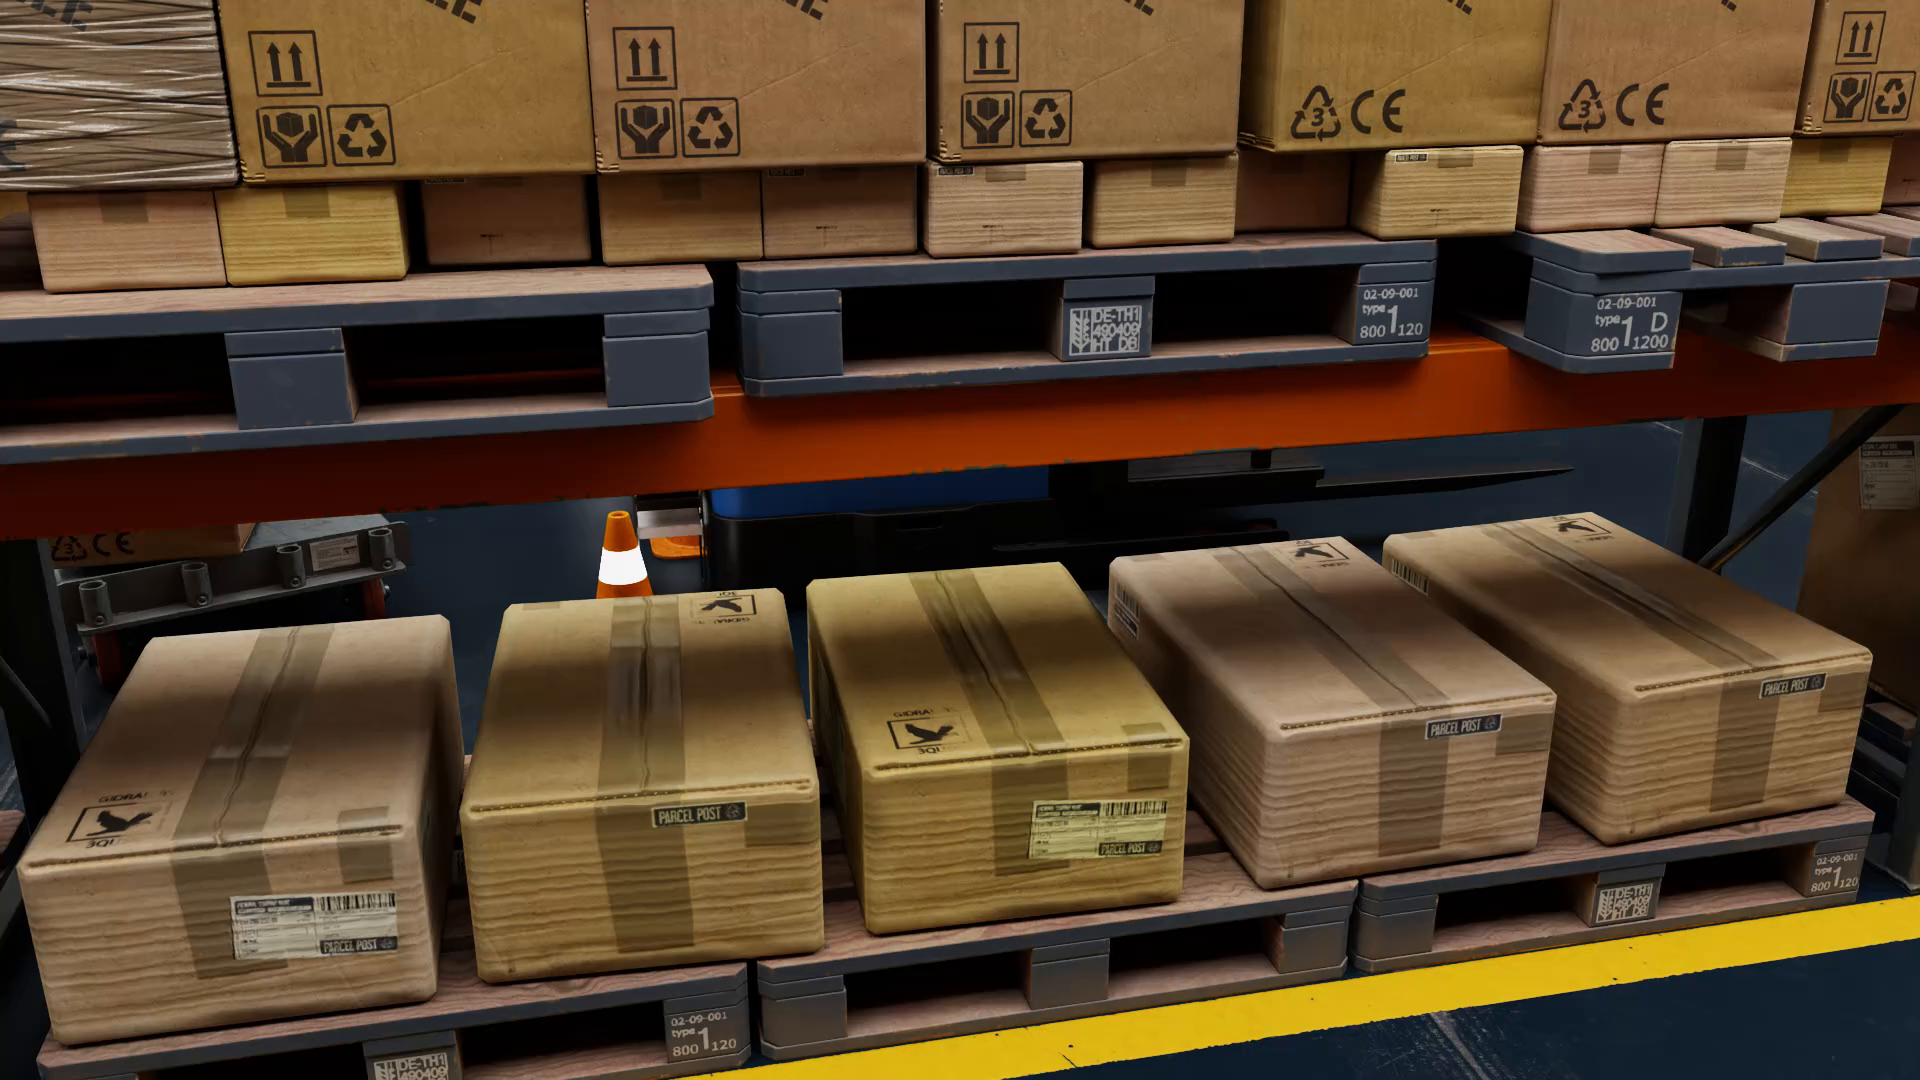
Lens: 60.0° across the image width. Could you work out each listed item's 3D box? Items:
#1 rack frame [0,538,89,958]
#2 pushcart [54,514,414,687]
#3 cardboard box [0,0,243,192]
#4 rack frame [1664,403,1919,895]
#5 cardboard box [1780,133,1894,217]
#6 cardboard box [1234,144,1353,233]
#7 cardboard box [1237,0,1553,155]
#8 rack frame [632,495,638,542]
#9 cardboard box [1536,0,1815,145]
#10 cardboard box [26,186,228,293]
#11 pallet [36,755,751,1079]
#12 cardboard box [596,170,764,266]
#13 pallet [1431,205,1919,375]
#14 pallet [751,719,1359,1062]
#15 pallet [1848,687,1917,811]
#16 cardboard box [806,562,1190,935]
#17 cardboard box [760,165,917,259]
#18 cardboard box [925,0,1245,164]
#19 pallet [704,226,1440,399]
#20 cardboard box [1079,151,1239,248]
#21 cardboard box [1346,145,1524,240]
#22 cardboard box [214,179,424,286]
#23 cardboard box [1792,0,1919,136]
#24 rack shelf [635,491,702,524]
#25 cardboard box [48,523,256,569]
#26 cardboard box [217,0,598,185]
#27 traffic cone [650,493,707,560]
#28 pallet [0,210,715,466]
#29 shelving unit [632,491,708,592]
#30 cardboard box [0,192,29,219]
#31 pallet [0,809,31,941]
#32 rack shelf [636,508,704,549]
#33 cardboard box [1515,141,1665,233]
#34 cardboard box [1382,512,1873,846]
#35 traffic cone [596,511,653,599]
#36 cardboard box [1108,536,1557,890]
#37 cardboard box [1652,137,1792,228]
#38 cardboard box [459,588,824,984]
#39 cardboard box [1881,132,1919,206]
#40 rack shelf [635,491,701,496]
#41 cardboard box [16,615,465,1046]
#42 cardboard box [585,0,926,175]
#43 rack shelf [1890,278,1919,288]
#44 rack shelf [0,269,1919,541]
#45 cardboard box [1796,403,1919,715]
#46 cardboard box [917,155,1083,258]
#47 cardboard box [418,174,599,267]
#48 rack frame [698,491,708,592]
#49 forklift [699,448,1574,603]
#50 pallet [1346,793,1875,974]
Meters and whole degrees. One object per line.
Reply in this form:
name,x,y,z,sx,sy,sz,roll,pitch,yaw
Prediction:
rack frame,-1.847,-0.479,2.762,0.127,3.000,1.000,-5,21,-12
pushcart,-2.420,-0.007,5.286,0.936,0.377,1.648,-13,24,-31
cardboard box,-1.324,-0.804,2.461,0.500,0.500,0.500,-4,21,-11
rack frame,2.046,-0.796,3.627,0.127,3.000,1.000,-5,21,-12
cardboard box,1.537,-0.725,3.188,0.250,0.149,0.380,-4,21,-12
cardboard box,0.517,-0.669,3.034,0.250,0.149,0.380,-4,21,-12
cardboard box,0.676,-0.966,2.902,0.500,0.500,0.500,-6,21,-16
rack frame,-1.021,-0.242,5.168,0.006,0.900,0.240,-4,21,-12
cardboard box,1.167,-1.006,3.012,0.500,0.500,0.500,-5,21,-13
cardboard box,-1.236,-0.497,2.564,0.250,0.149,0.380,-4,21,-12
pallet,-1.089,0.768,3.412,1.213,0.211,1.003,-5,21,-12
cardboard box,-0.473,-0.568,2.758,0.250,0.149,0.380,-4,21,-12
pallet,1.377,-0.614,3.408,1.003,0.211,1.213,-5,21,-12
pallet,0.100,0.670,3.678,1.213,0.211,1.003,-5,21,-12
pallet,2.831,0.476,4.208,1.213,0.211,1.003,-5,21,-12
cardboard box,0.038,0.401,3.568,0.625,0.372,0.950,-4,20,-11
cardboard box,-0.232,-0.587,2.810,0.250,0.149,0.380,-4,21,-12
cardboard box,0.145,-0.923,2.785,0.500,0.500,0.500,-6,21,-15
pallet,0.129,-0.536,3.194,1.213,0.211,1.003,-5,21,-12
cardboard box,0.292,-0.621,2.905,0.250,0.149,0.380,-5,21,-14
cardboard box,0.791,-0.646,2.973,0.250,0.149,0.380,-4,21,-12
cardboard box,-0.991,-0.513,2.610,0.250,0.149,0.380,-4,21,-11
cardboard box,1.668,-1.051,3.134,0.500,0.500,0.500,-5,21,-14
rack shelf,-0.922,-0.134,5.231,0.200,0.077,0.258,-4,21,-12
cardboard box,-2.285,-0.255,4.682,0.500,0.500,0.500,-5,21,-12
cardboard box,-0.837,-0.844,2.570,0.500,0.500,0.500,-5,21,-12
traffic cone,-0.910,-0.213,5.722,0.334,0.463,0.336,-5,21,-12
pallet,-1.069,-0.401,2.828,1.213,0.211,1.003,-5,21,-12
shelving unit,-0.922,-0.250,5.188,0.210,0.900,0.258,-4,21,-12
cardboard box,-3.712,-1.301,7.485,0.875,0.875,0.875,-4,21,-12
pallet,-2.492,0.895,3.065,1.213,0.211,1.003,-5,21,-12
rack shelf,-0.922,-0.049,5.262,0.200,0.077,0.258,-4,21,-12
cardboard box,1.055,-0.673,3.045,0.250,0.149,0.380,-6,21,-15
cardboard box,1.494,0.282,3.893,0.625,0.372,0.950,-6,21,-16
traffic cone,-0.962,0.145,4.746,0.334,0.463,0.336,-5,21,-12
cardboard box,0.778,0.343,3.727,0.625,0.372,0.950,-5,21,-14
cardboard box,1.302,-0.690,3.092,0.250,0.149,0.380,-5,21,-13
cardboard box,-0.638,0.457,3.416,0.625,0.372,0.950,-3,20,-9
cardboard box,1.781,-0.770,3.312,0.250,0.149,0.380,-4,20,-10
rack shelf,-0.922,-0.218,5.200,0.200,0.077,0.258,-4,21,-12
cardboard box,-1.337,0.515,3.258,0.625,0.372,0.950,-4,21,-12
cardboard box,-0.353,-0.879,2.664,0.500,0.500,0.500,-5,21,-13
rack shelf,3.992,-0.616,4.182,4.000,0.370,1.077,-5,21,-12
rack shelf,0.100,-0.300,3.318,4.000,0.370,1.077,-5,21,-12
cardboard box,2.737,-0.022,3.993,0.875,0.875,0.875,-5,21,-13
cardboard box,0.039,-0.590,2.820,0.250,0.149,0.380,-4,20,-10
cardboard box,-0.733,-0.561,2.741,0.250,0.149,0.380,-3,20,-9
rack frame,-0.823,-0.257,5.209,0.006,0.900,0.240,-4,21,-12
forklift,0.616,-1.422,5.435,3.031,2.935,1.130,-4,21,-11
pallet,1.285,0.575,3.939,1.213,0.211,1.003,-5,21,-12
